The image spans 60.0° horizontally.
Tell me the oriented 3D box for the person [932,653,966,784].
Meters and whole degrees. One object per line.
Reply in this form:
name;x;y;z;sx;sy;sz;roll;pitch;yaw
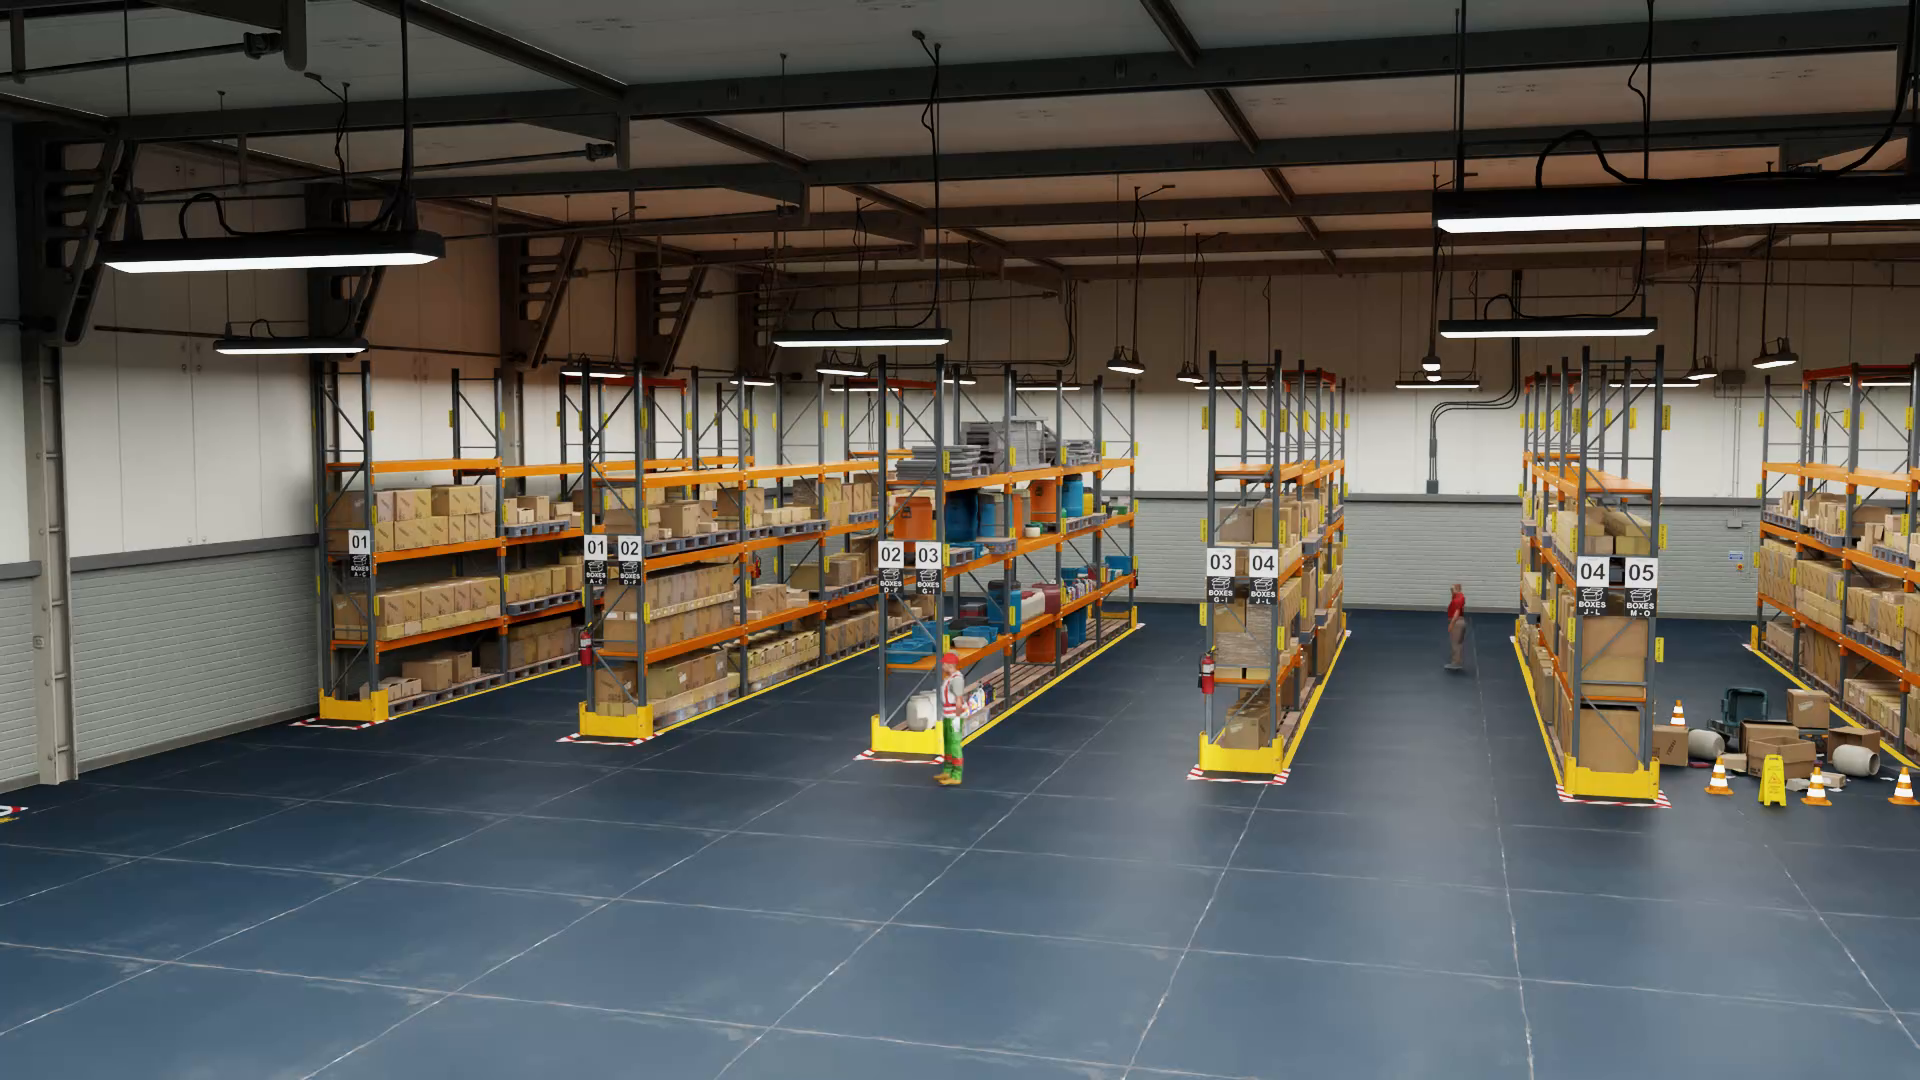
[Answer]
person;-0.150;2.455;23.015;0.426;1.791;0.597;-1;4;-15

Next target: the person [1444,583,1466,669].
person;9.992;1.734;33.568;0.406;1.737;0.546;1;4;19
